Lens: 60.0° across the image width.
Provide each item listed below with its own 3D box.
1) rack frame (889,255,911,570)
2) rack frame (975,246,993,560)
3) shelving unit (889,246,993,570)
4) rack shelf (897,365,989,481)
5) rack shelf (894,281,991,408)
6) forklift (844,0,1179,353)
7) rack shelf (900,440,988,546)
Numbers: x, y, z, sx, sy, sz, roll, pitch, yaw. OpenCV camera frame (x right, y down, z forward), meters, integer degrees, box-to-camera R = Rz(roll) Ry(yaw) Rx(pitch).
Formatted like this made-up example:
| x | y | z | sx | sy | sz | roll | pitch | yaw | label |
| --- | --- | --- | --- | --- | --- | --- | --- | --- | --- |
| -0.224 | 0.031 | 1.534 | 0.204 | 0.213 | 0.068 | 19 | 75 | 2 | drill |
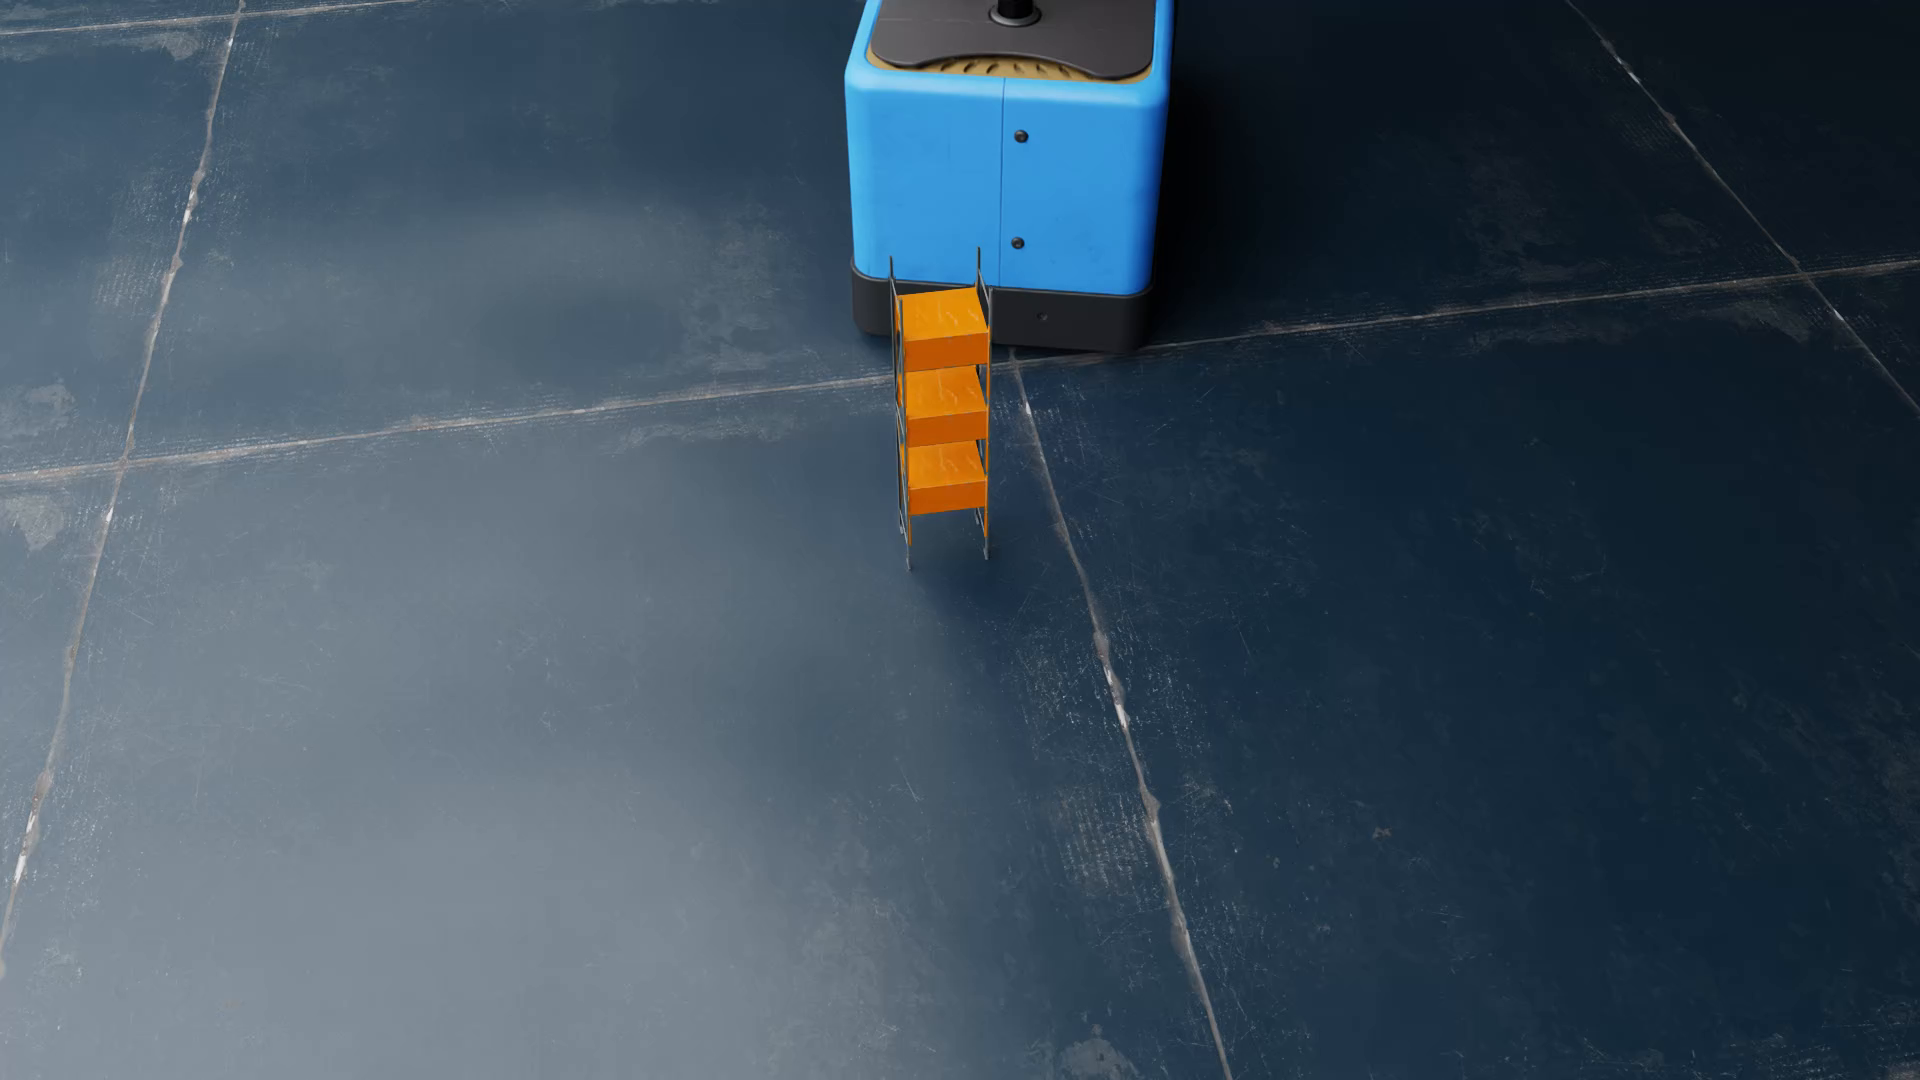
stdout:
| x | y | z | sx | sy | sz | roll | pitch | yaw | label |
| --- | --- | --- | --- | --- | --- | --- | --- | --- | --- |
| -0.173 | -0.343 | 4.851 | 0.008 | 1.050 | 0.200 | -7 | 46 | -7 | rack frame |
| 0.067 | -0.373 | 4.880 | 0.008 | 1.050 | 0.200 | -7 | 46 | -7 | rack frame |
| -0.053 | -0.358 | 4.866 | 0.252 | 1.050 | 0.215 | -7 | 46 | -7 | shelving unit |
| -0.053 | -0.350 | 4.873 | 0.240 | 0.259 | 0.215 | -7 | 46 | -7 | rack shelf |
| -0.053 | -0.547 | 4.669 | 0.240 | 0.259 | 0.215 | -7 | 46 | -7 | rack shelf |
| 0.303 | -2.735 | 5.850 | 1.130 | 2.935 | 3.031 | 5 | 46 | 4 | forklift |
| -0.053 | -0.158 | 5.073 | 0.240 | 0.259 | 0.215 | -7 | 46 | -7 | rack shelf |
